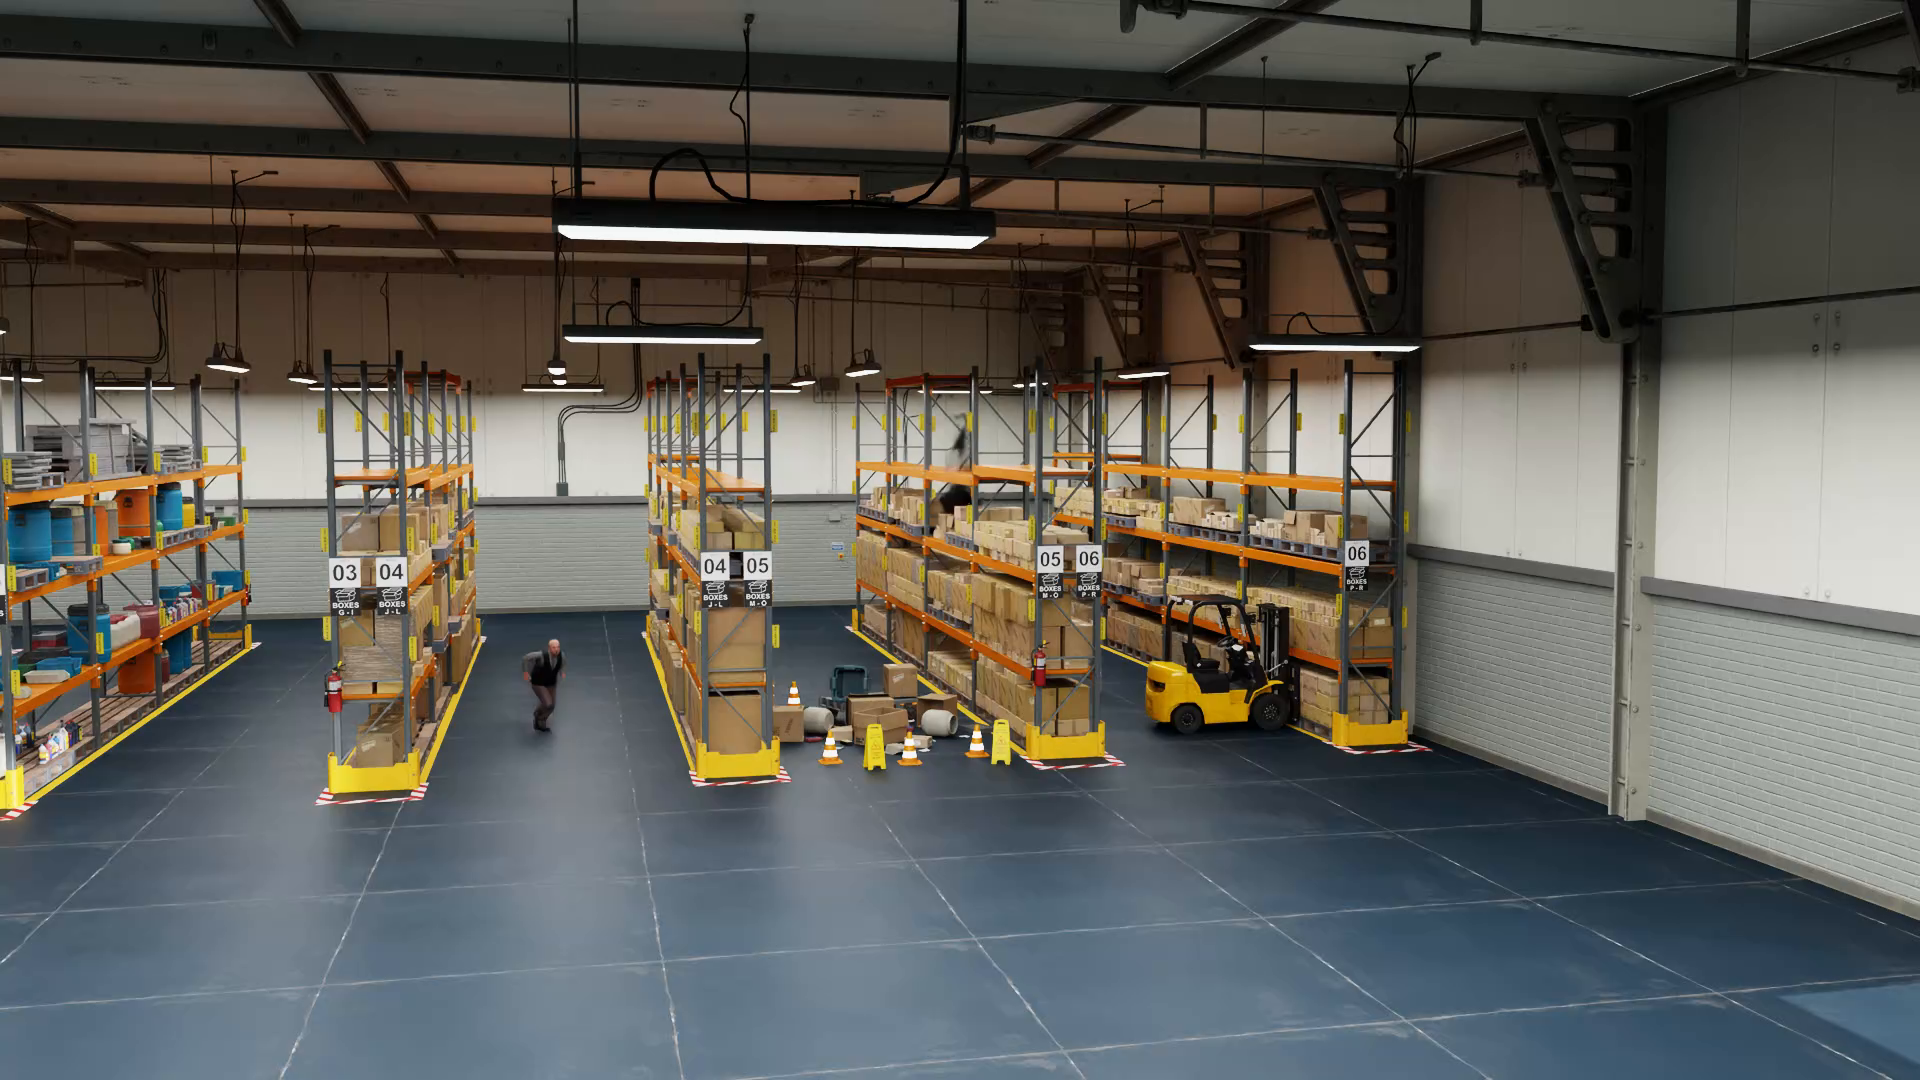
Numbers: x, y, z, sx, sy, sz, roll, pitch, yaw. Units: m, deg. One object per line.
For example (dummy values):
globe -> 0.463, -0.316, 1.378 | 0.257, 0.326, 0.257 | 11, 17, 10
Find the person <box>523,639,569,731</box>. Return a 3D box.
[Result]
person -> -6.679, 2.349, 26.824 | 0.688, 1.552, 0.919 | -4, 5, -42
